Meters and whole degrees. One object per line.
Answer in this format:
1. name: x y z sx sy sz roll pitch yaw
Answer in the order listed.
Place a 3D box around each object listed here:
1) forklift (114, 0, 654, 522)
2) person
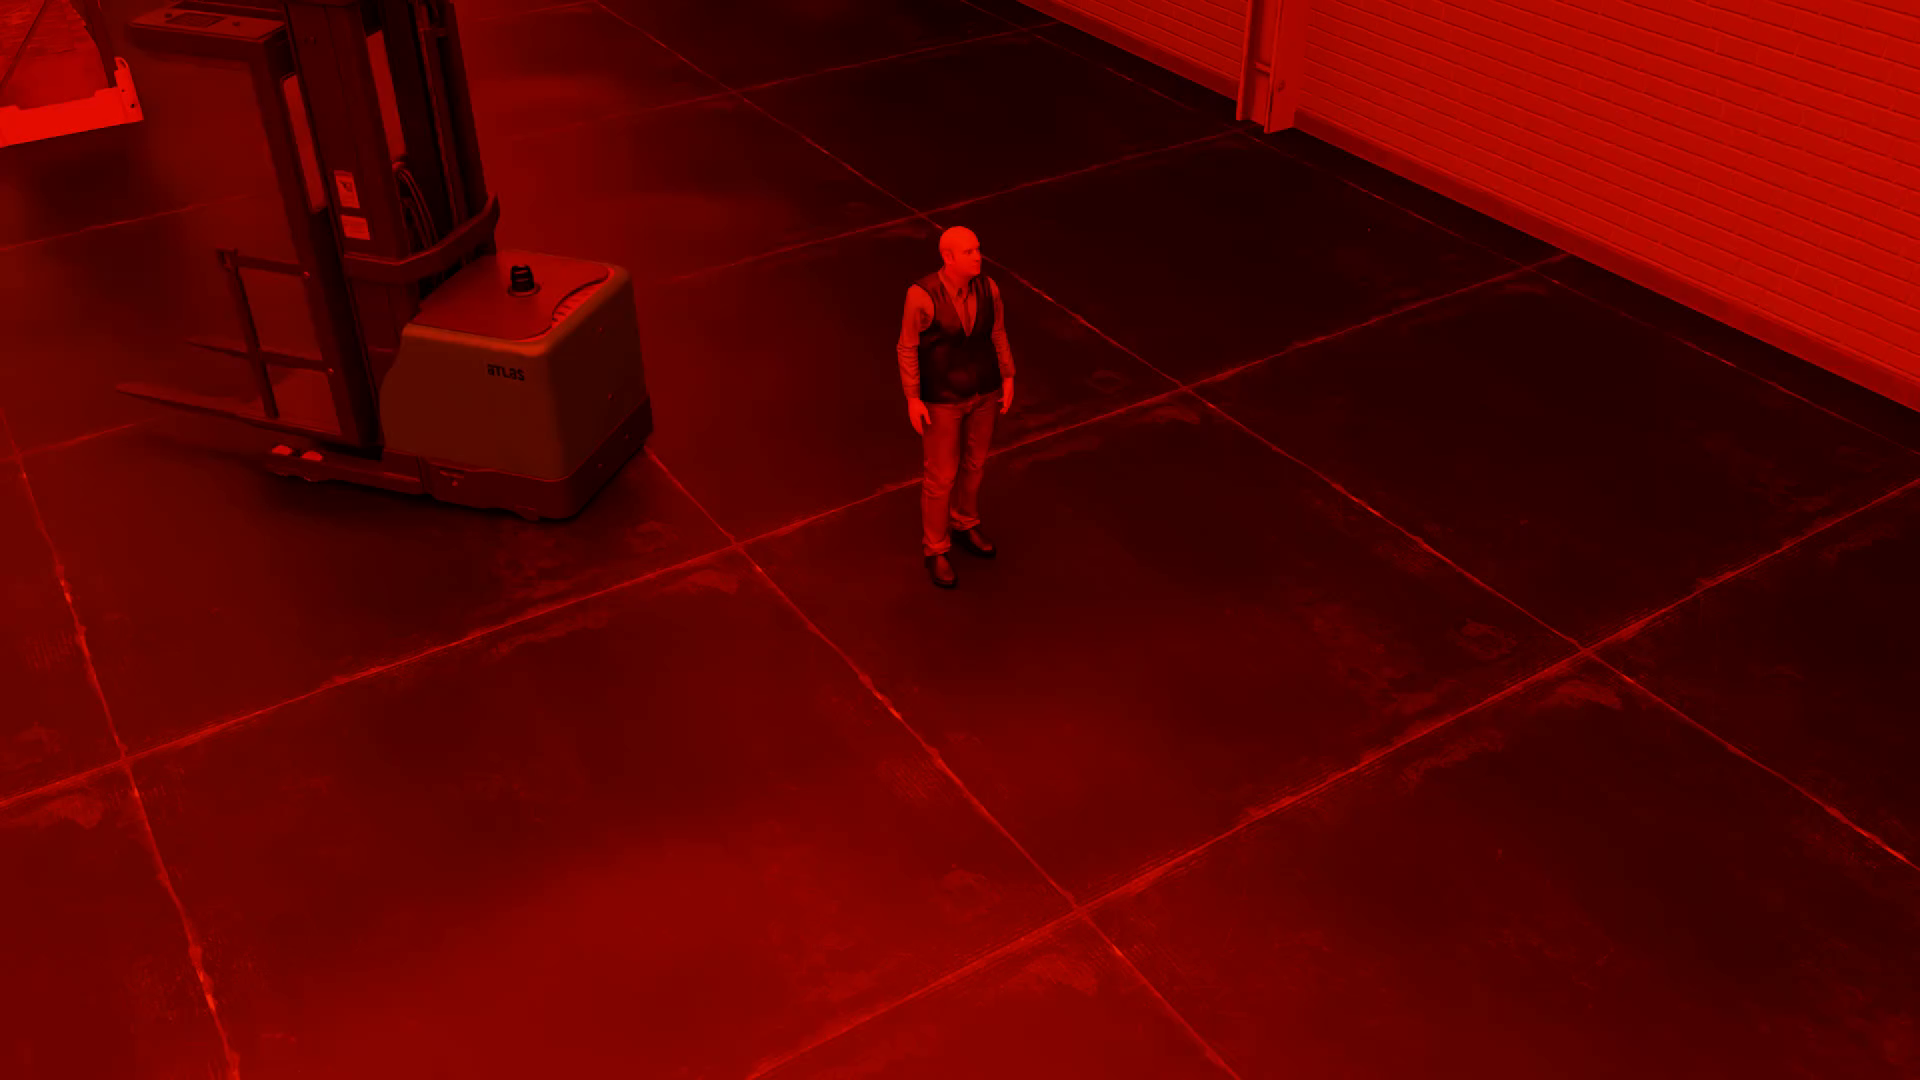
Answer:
1. forklift: -3.320 -1.795 8.702 3.031 2.935 1.130 11 37 15
2. person: 0.027 -0.678 8.152 0.632 1.720 0.568 -21 40 -27
